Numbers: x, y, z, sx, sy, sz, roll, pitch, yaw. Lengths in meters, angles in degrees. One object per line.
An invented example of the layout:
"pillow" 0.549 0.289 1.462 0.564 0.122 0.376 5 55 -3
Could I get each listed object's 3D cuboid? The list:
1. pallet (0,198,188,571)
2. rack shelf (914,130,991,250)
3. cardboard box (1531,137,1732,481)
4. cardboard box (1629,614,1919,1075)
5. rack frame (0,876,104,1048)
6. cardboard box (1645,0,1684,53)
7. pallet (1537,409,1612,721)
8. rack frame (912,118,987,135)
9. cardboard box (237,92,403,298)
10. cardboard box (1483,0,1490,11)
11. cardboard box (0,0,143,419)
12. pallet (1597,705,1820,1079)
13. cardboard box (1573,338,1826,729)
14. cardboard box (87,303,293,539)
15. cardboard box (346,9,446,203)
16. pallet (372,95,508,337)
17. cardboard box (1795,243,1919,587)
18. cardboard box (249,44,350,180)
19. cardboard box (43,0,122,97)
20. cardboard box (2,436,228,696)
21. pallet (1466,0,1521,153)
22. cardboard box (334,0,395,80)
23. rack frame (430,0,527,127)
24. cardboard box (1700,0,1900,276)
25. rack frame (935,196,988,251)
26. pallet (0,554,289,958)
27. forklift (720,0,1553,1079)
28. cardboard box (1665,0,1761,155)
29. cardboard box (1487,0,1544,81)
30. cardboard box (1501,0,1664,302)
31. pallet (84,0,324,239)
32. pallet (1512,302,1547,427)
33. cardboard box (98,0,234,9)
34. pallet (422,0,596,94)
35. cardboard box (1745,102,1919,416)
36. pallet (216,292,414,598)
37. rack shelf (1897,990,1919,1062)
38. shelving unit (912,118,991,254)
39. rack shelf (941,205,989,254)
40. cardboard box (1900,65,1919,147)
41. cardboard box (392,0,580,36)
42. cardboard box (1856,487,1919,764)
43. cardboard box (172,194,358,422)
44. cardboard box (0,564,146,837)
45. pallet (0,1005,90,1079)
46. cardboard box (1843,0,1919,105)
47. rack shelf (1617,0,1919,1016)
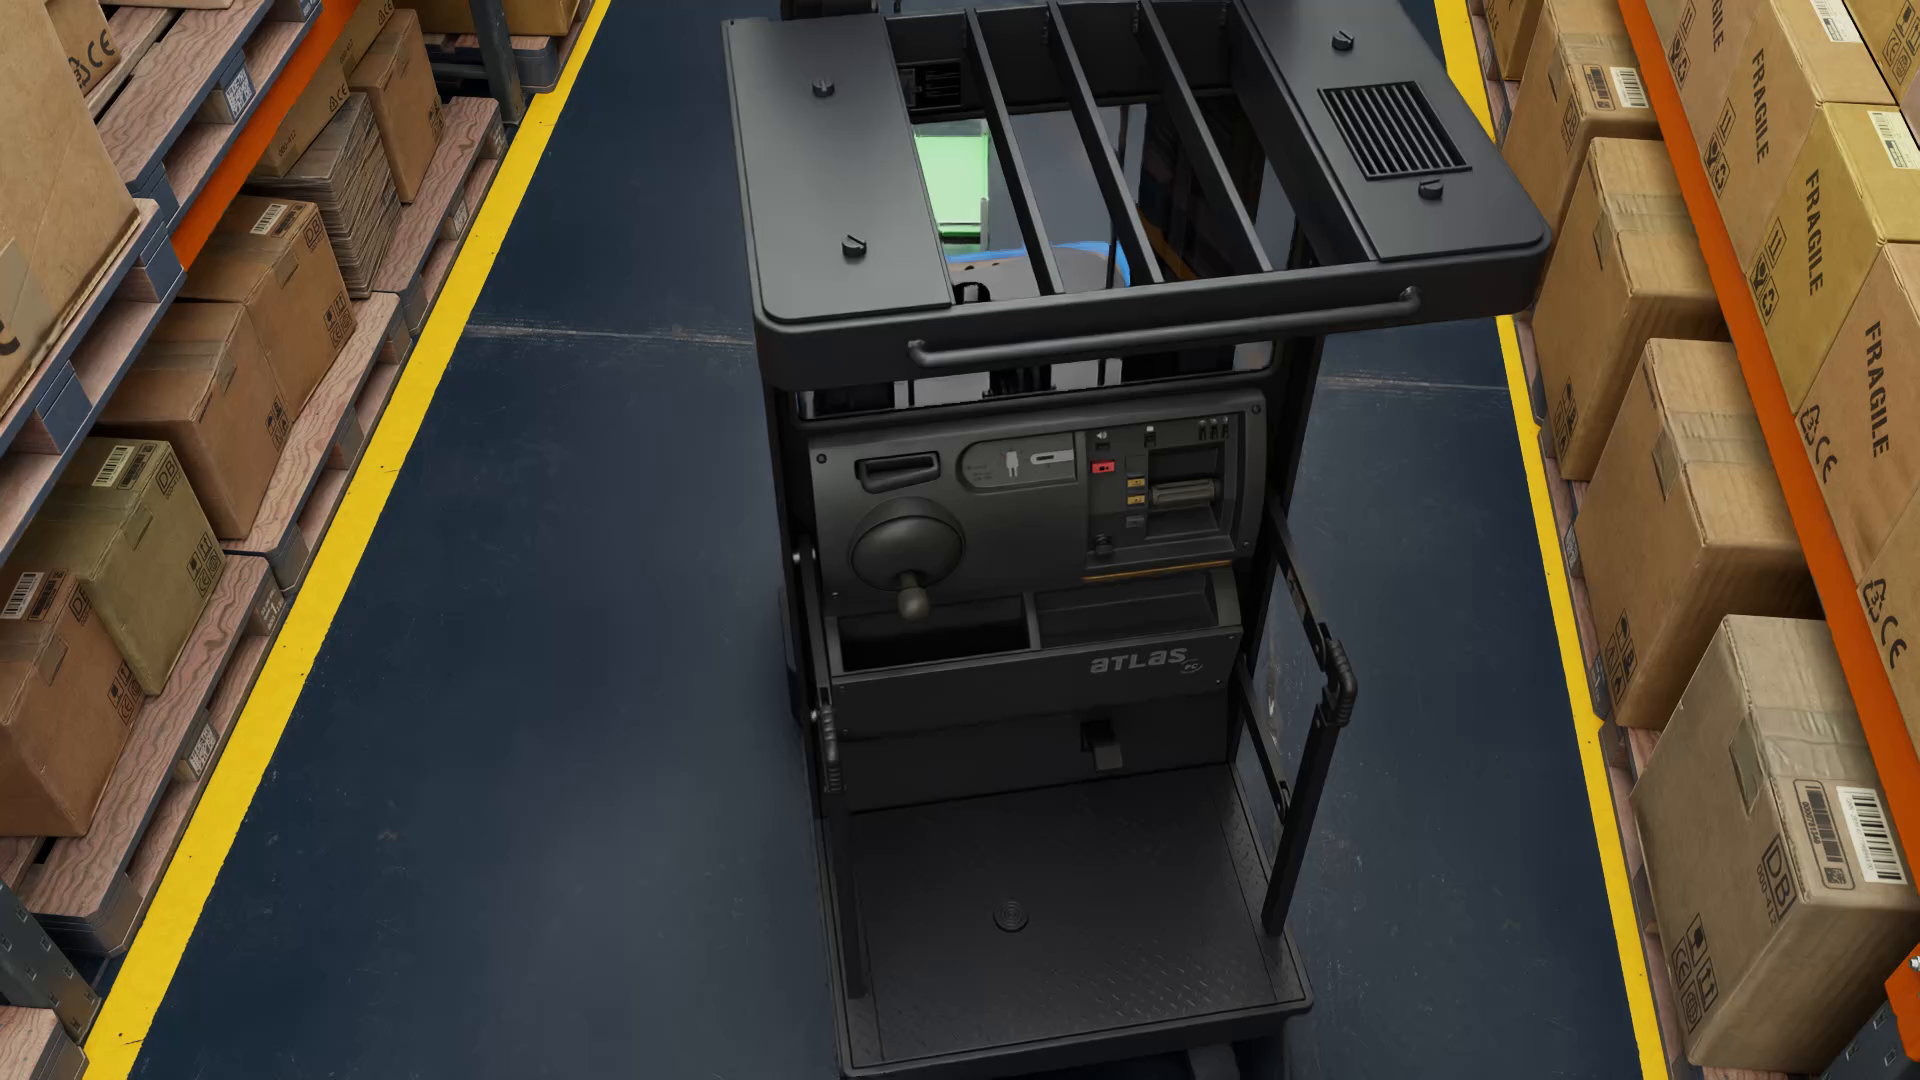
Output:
"pallet" -2.445 -0.326 3.645 1.003 0.211 1.213 4 48 4
"rack shelf" -0.042 -0.976 4.766 0.258 0.148 0.480 0 48 0
"cardboard box" 2.414 -0.669 5.069 1.050 0.750 0.750 5 48 4
"cardboard box" 2.238 0.724 3.795 1.050 0.750 0.750 4 48 3
"rack frame" -2.659 0.161 3.070 1.000 3.000 0.127 4 48 4
"cardboard box" 2.282 -1.719 4.721 0.500 0.500 0.500 3 48 3
"pallet" 2.375 0.039 5.071 1.003 0.211 1.213 4 48 4
"rack frame" -0.040 -0.875 5.238 0.240 1.200 0.015 0 48 0
"cardboard box" -2.374 -1.181 5.693 0.700 0.500 0.500 0 48 0
"cardboard box" 2.486 -2.551 6.960 0.500 0.500 0.500 6 48 5
"cardboard box" -2.448 -0.758 3.219 1.000 1.000 1.000 4 48 4
"pallet" 2.266 0.938 4.249 1.003 0.211 1.213 4 48 4
"cardboard box" 2.329 0.016 4.443 1.050 0.750 0.750 4 48 4
"cardboard box" -2.469 -0.354 4.937 0.700 0.500 0.500 0 48 0
"cardboard box" -2.336 -1.589 6.067 0.700 0.500 0.500 2 48 1
"pallet" -2.368 -1.263 6.262 1.003 0.211 1.213 4 48 4
"cardboard box" 2.098 -0.238 3.367 0.500 0.500 0.500 3 48 3
"cardboard box" -2.364 -1.451 5.432 0.500 0.250 0.500 9 48 8
"cardboard box" -2.593 -1.296 4.048 0.797 0.503 0.637 8 48 8
"cardboard box" -2.520 0.057 4.561 0.700 0.500 0.500 4 48 3
"pallet" 2.708 -2.004 6.939 1.003 0.211 1.213 4 48 4
"cardboard box" -2.326 -1.842 5.790 0.500 0.250 0.500 6 48 5
"rack frame" -2.295 -2.778 5.758 1.000 3.000 0.127 4 48 4
"cardboard box" 2.188 -0.982 4.048 0.500 0.500 0.500 3 48 3
"rack frame" -0.044 -0.515 4.908 0.240 1.200 0.015 0 48 0
"pallet" -2.590 0.530 4.622 1.003 0.211 1.213 4 48 4
"forklift" 0.203 0.031 3.235 1.130 2.935 3.031 -7 48 -6
"cardboard box" 2.236 -1.348 4.382 0.500 0.500 0.500 4 48 3
"cardboard box" 2.435 -2.170 6.611 0.500 0.500 0.500 4 48 3
"cardboard box" 2.490 -1.312 5.657 1.050 0.750 0.750 3 48 3
"pallet" -2.434 -1.256 4.496 1.003 0.211 1.213 4 48 4
"pallet" 2.488 -0.855 5.889 1.003 0.211 1.213 4 48 4
"cardboard box" -2.178 -1.631 4.516 0.396 0.266 0.258 3 48 2
"pallet" -2.148 -2.411 7.313 1.003 0.211 1.213 4 48 4
"cardboard box" 2.144 -0.609 3.706 0.500 0.500 0.500 4 48 4
"pallet" -2.481 -0.369 5.444 1.003 0.211 1.213 4 48 4
"rack shelf" 2.088 2.281 1.618 1.077 0.370 4.000 4 48 4
"shelving unit" -0.042 -0.695 5.073 0.258 1.200 0.503 0 48 0
"rack shelf" -0.042 -0.814 4.943 0.258 0.148 0.480 0 48 0
"cardboard box" 2.401 -0.917 3.311 0.700 0.500 0.500 4 48 4
"cardboard box" -2.211 -2.709 6.850 1.225 0.875 0.875 2 48 2
"cardboard box" 2.052 0.134 3.027 0.500 0.500 0.500 4 48 3
"cardboard box" -2.419 -0.764 5.312 0.700 0.500 0.500 7 48 7
"cardboard box" -2.582 0.406 4.241 0.700 0.500 0.500 1 48 1
"pallet" -2.685 1.598 3.645 1.003 0.211 1.213 4 48 4
"cardboard box" 2.449 -1.288 3.650 0.700 0.500 0.500 3 48 3
"rack shelf" 2.453 -0.658 4.307 1.077 0.370 4.000 4 48 4
